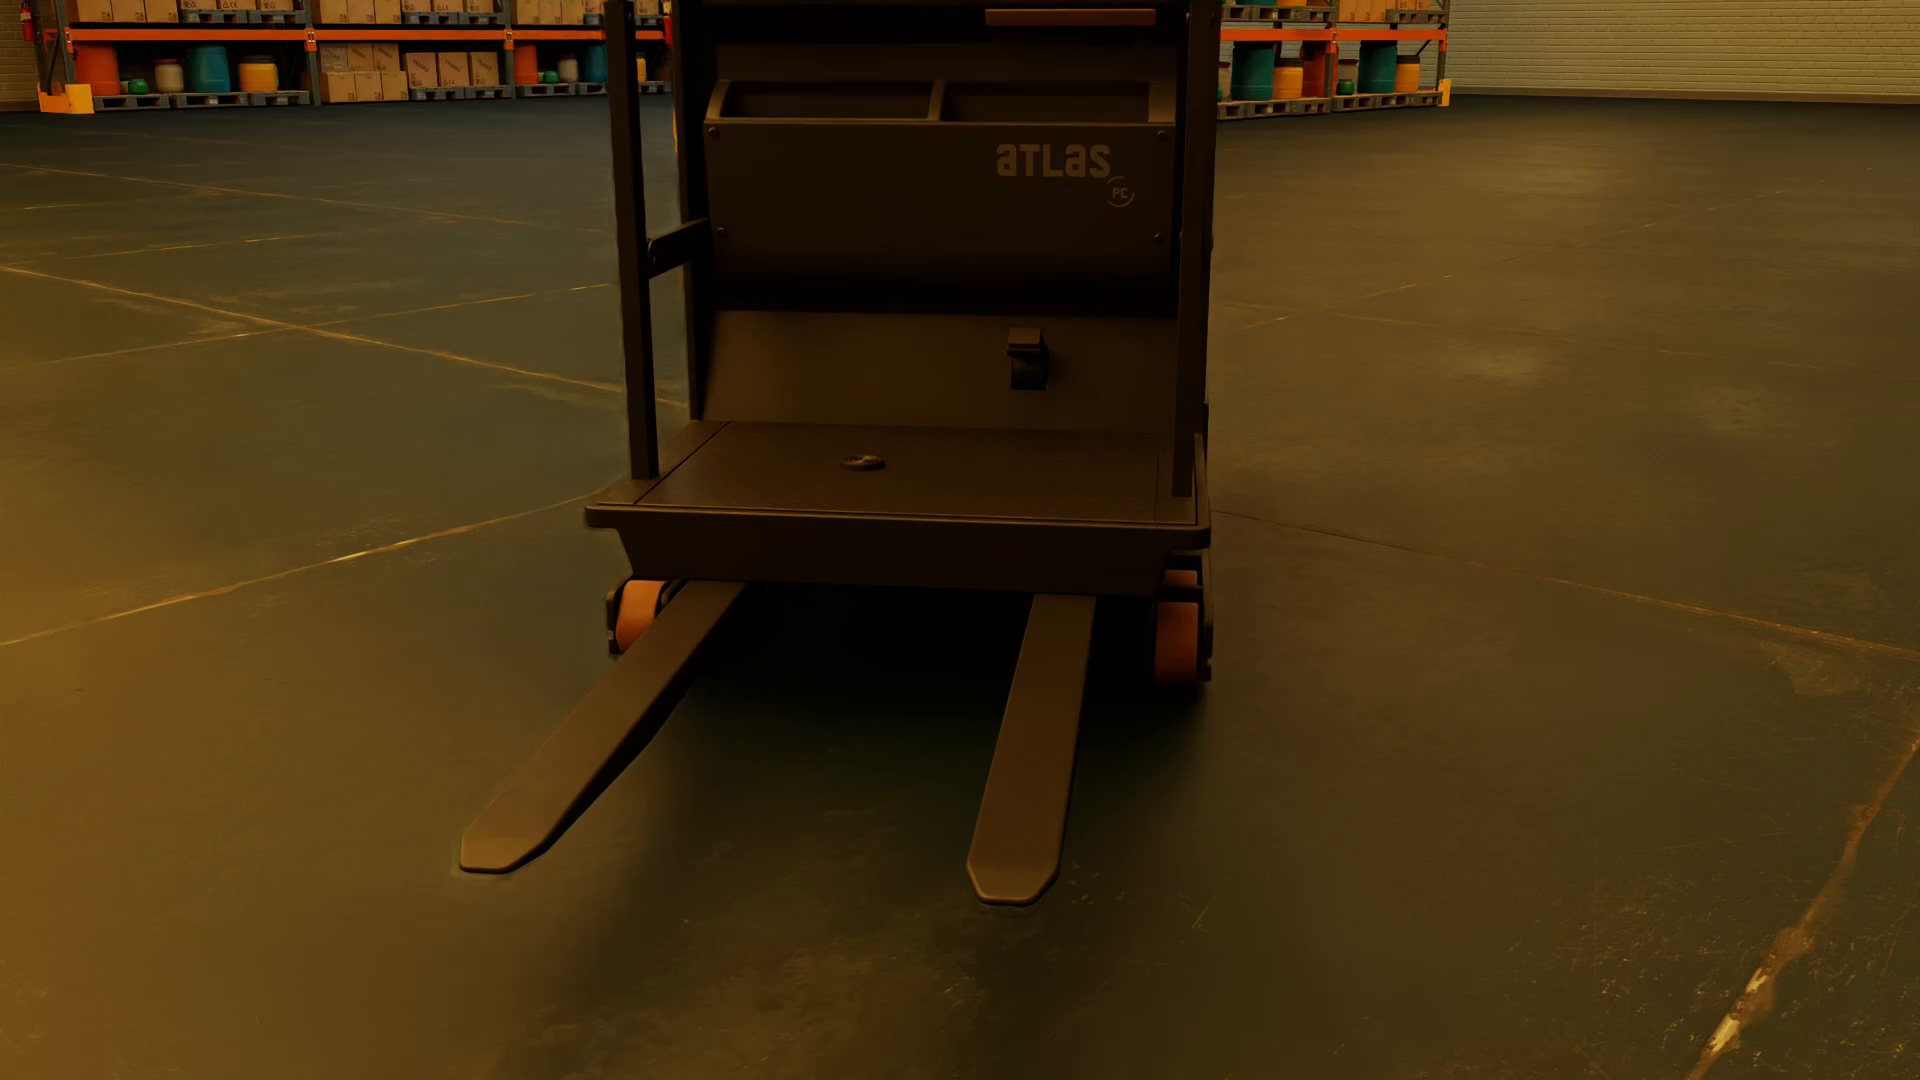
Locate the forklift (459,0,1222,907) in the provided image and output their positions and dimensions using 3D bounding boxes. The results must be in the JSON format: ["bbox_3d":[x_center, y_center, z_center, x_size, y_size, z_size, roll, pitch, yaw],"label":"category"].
[{"bbox_3d":[-0.063,-1.235,2.964,1.130,2.935,3.031,2,17,7],"label":"forklift"}]
